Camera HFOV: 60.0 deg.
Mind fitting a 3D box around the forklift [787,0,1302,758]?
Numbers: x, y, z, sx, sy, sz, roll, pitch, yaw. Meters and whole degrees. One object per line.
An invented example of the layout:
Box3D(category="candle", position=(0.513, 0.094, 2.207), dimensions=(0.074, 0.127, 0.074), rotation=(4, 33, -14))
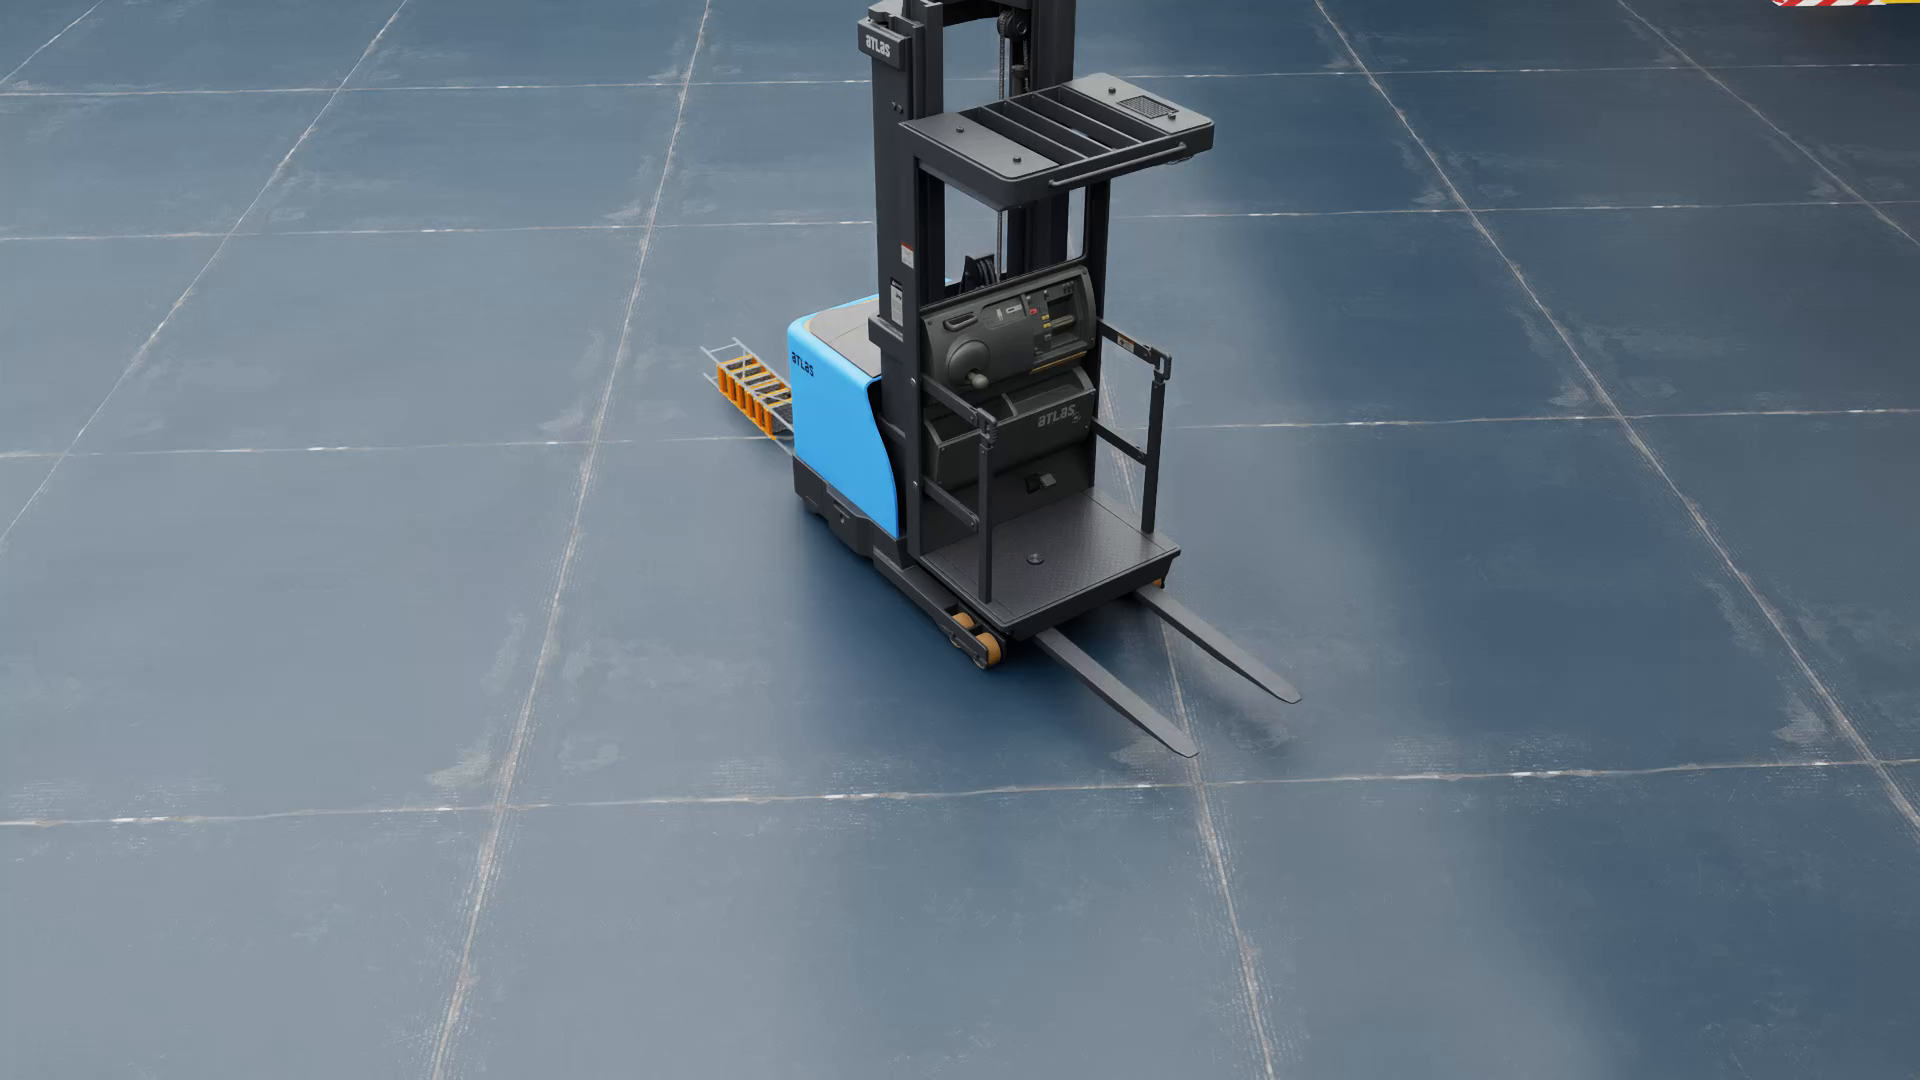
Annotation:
Box3D(category="forklift", position=(0.364, -0.913, 7.494), dimensions=(1.130, 2.935, 3.031), rotation=(-22, 40, -28))

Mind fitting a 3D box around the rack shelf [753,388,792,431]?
Box3D(category="rack shelf", position=(-1.066, -0.768, 9.689), dimensions=(0.258, 0.180, 0.103), rotation=(-20, 40, -27))

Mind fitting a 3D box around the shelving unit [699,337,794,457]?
Box3D(category="shelving unit", position=(-1.156, -0.846, 9.802), dimensions=(0.258, 0.189, 1.200), rotation=(-20, 40, -27))

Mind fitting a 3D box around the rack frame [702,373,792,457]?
Box3D(category="rack frame", position=(-1.156, -0.771, 9.854), dimensions=(0.240, 0.006, 1.200), rotation=(-20, 40, -27))

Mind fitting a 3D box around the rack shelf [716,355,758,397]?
Box3D(category="rack shelf", position=(-1.328, -0.996, 10.020), dimensions=(0.258, 0.180, 0.103), rotation=(-20, 40, -27))

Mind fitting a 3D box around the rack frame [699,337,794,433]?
Box3D(category="rack frame", position=(-1.156, -0.921, 9.750), dimensions=(0.240, 0.006, 1.200), rotation=(-20, 40, -27))

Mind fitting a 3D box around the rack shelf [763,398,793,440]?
Box3D(category="rack shelf", position=(-1.001, -0.710, 9.606), dimensions=(0.258, 0.180, 0.103), rotation=(-20, 40, -27))

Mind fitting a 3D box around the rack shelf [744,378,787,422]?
Box3D(category="rack shelf", position=(-1.132, -0.825, 9.772), dimensions=(0.258, 0.180, 0.103), rotation=(-20, 40, -27))

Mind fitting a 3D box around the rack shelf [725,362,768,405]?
Box3D(category="rack shelf", position=(-1.263, -0.939, 9.937), dimensions=(0.258, 0.180, 0.103), rotation=(-20, 40, -27))

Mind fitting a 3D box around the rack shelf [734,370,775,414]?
Box3D(category="rack shelf", position=(-1.197, -0.882, 9.854), dimensions=(0.258, 0.180, 0.103), rotation=(-20, 40, -27))
